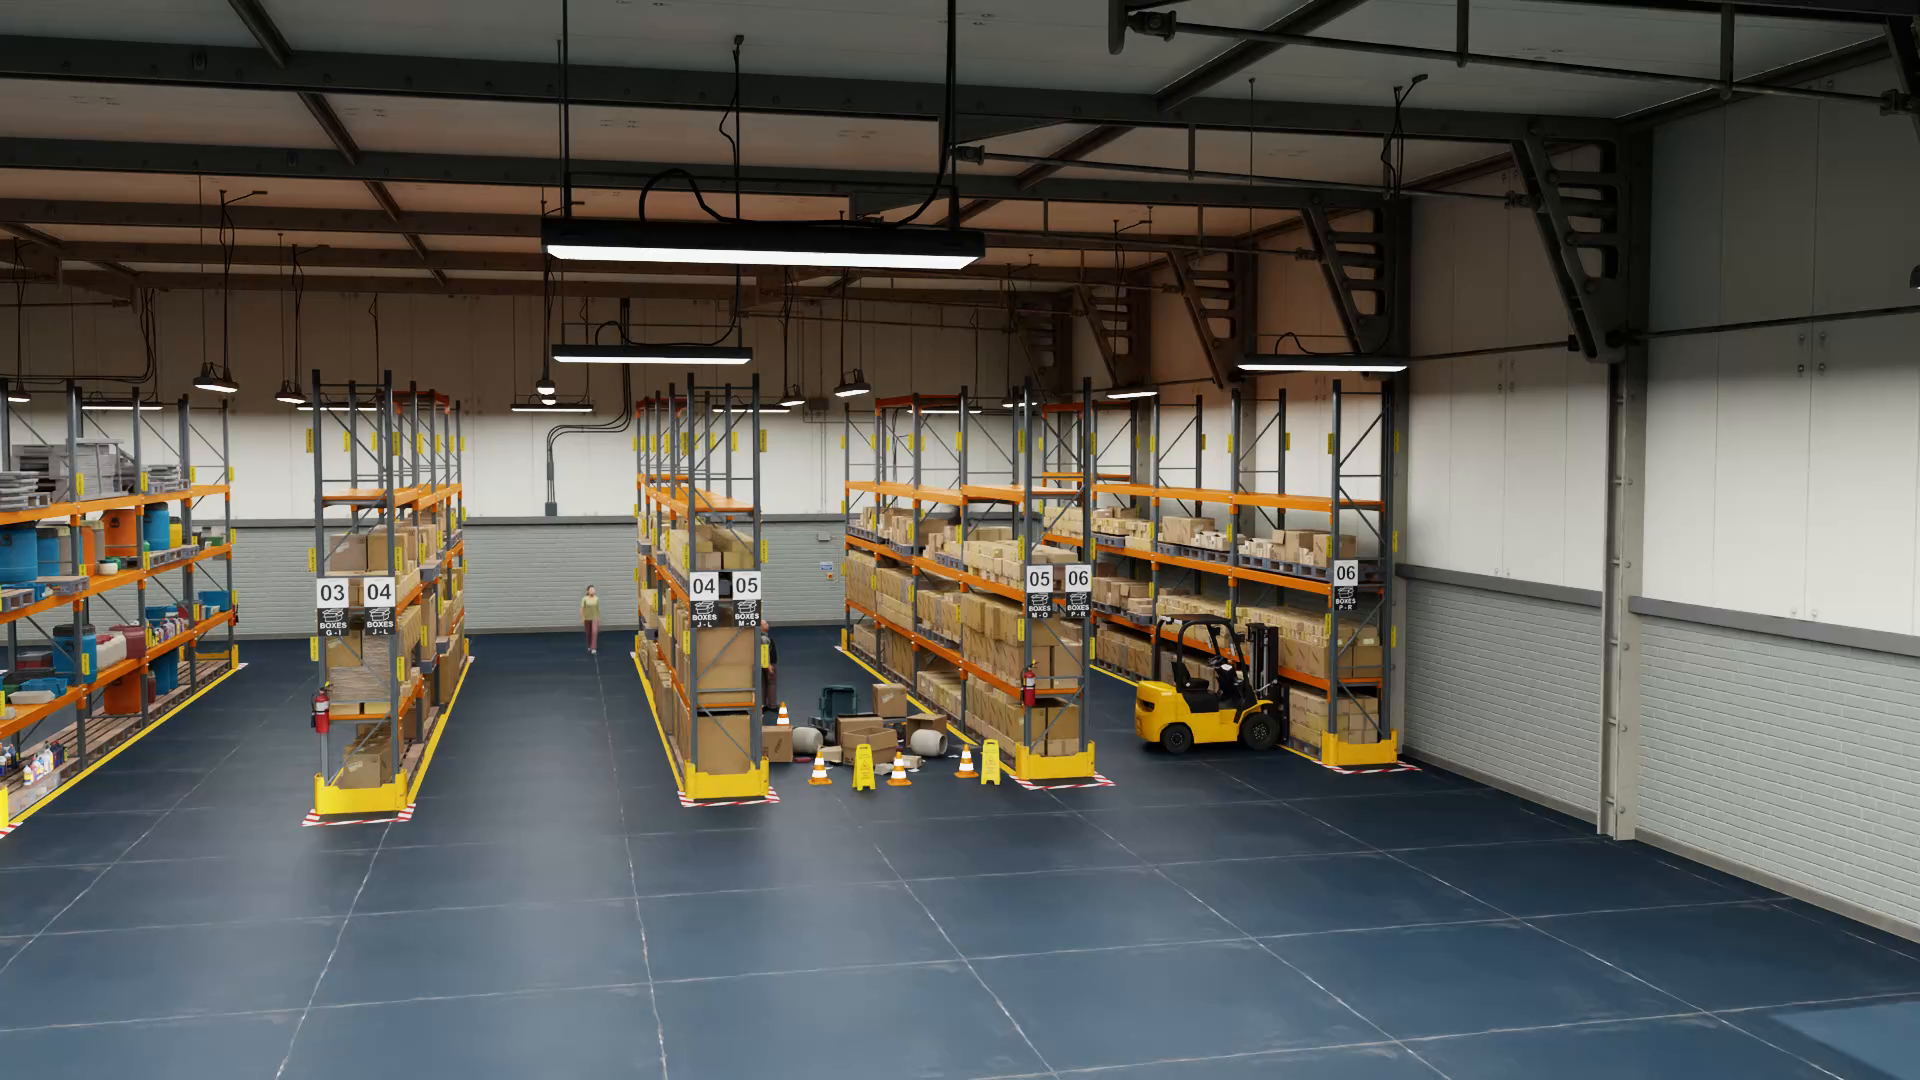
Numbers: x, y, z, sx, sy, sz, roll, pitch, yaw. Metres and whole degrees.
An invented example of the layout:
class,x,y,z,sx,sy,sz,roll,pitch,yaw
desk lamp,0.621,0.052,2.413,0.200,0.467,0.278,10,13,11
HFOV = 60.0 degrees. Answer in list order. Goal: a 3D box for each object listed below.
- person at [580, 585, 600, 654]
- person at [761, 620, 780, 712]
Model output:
class,x,y,z,sx,sy,sz,roll,pitch,yaw
person,-8.834,1.912,39.672,0.427,1.576,1.024,0,3,-4
person,-3.611,2.348,31.212,0.481,1.710,0.559,-2,4,-32
